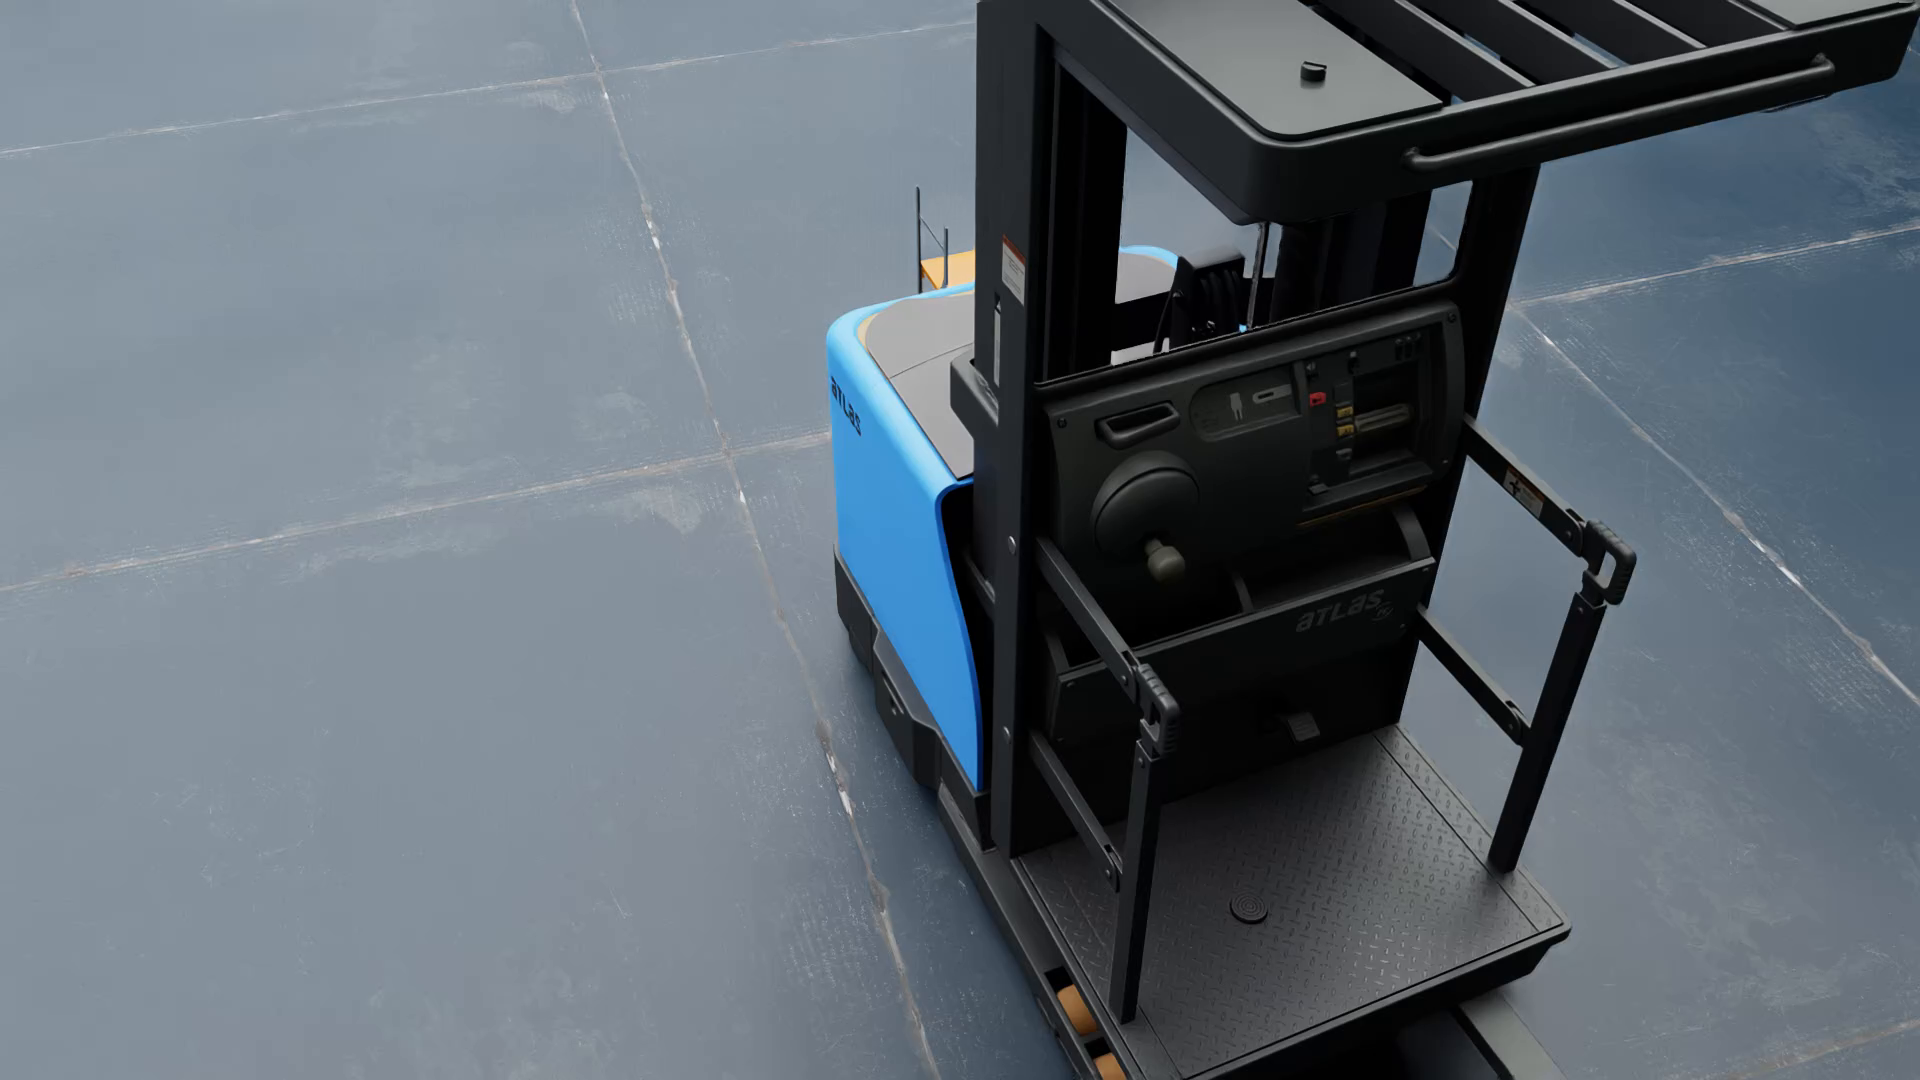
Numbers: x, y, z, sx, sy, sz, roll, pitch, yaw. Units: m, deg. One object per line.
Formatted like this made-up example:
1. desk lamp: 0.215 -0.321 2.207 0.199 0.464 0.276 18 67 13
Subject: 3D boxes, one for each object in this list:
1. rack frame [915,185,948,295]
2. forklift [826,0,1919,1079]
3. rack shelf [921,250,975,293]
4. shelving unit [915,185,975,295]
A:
1. rack frame: -0.078 -0.440 4.841 0.006 1.200 0.240 -14 43 -16
2. forklift: 0.691 -0.114 3.153 1.130 2.935 3.031 -16 44 -18
3. rack shelf: 0.008 -0.699 4.658 0.180 0.103 0.258 -14 43 -16
4. shelving unit: 0.008 -0.461 4.866 0.189 1.200 0.258 -14 43 -16
